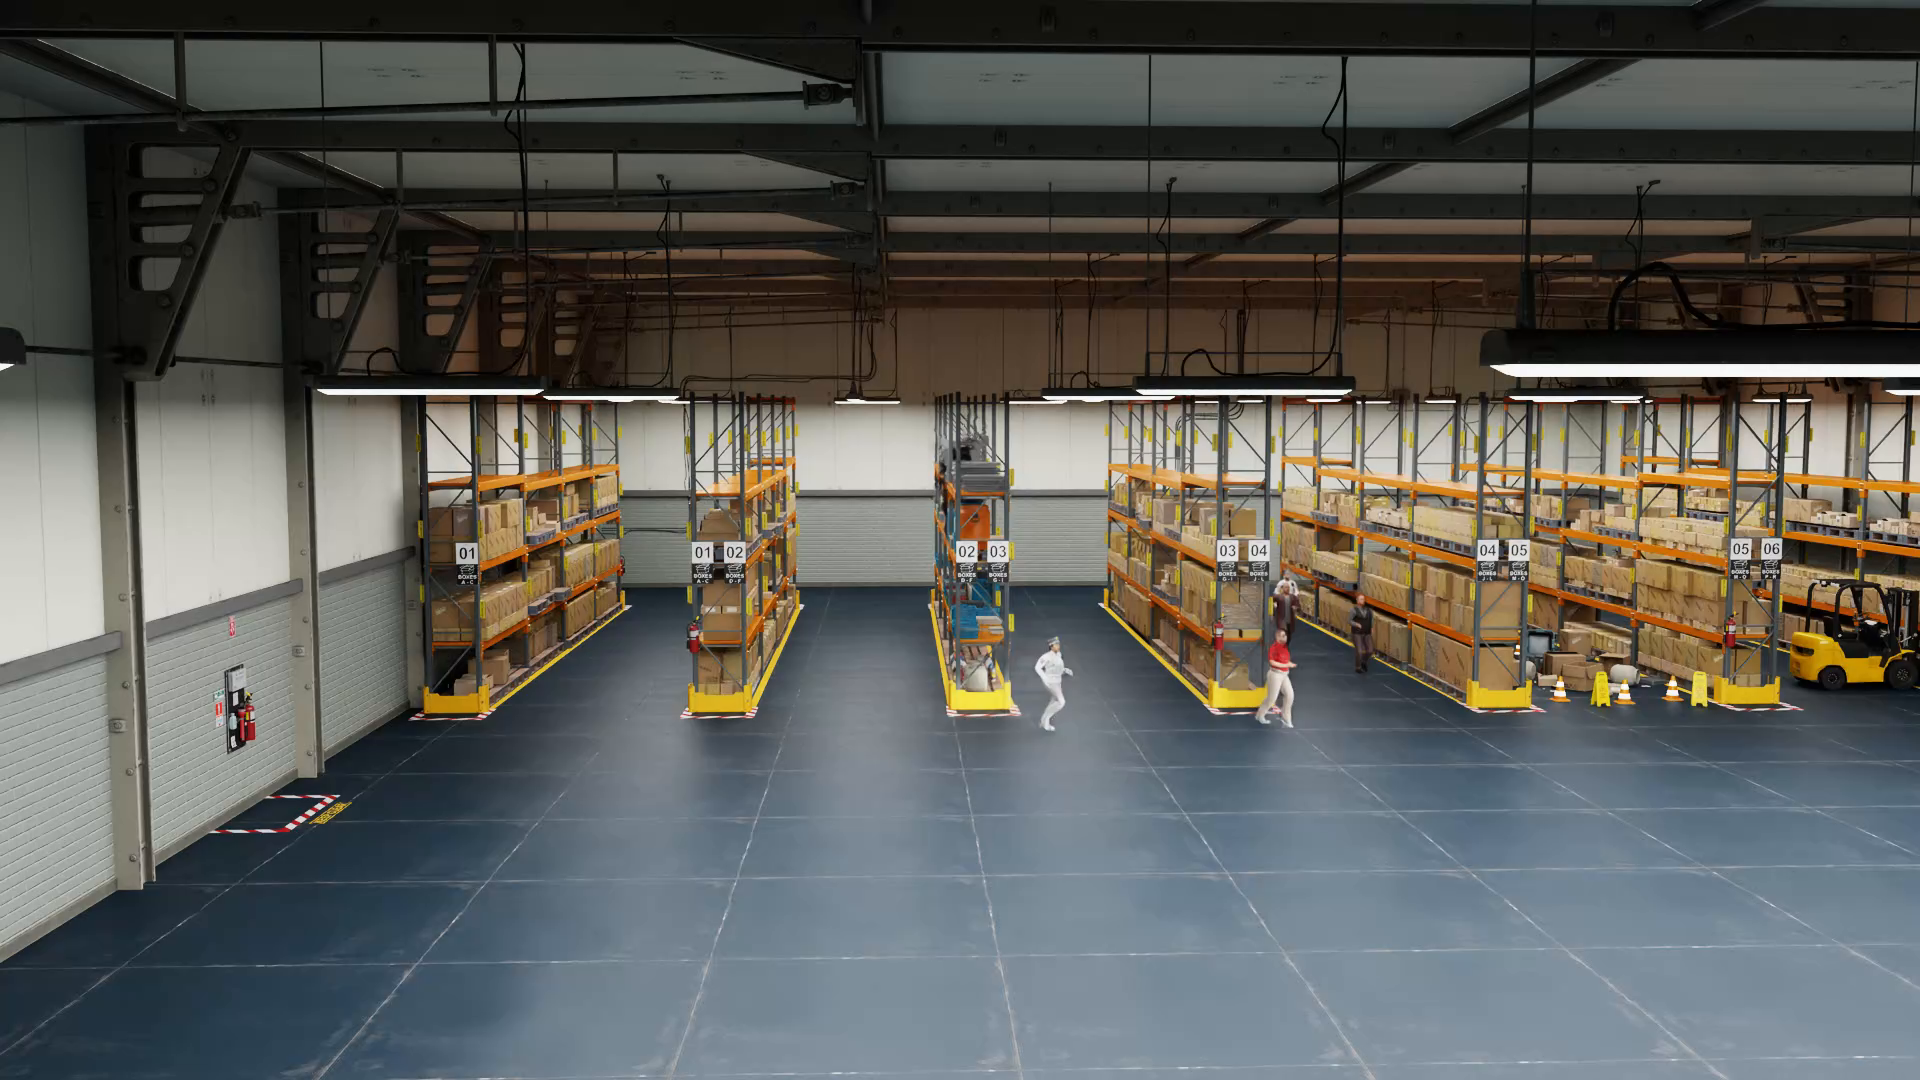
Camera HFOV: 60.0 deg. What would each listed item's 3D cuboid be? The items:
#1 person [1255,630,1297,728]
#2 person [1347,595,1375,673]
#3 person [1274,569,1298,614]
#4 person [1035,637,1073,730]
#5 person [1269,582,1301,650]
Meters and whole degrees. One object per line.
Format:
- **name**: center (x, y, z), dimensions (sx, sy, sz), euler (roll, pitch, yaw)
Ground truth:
- **person**: center (5.680, 2.507, 29.729), dimensions (0.791, 1.824, 0.680), euler (4, 6, 38)
- **person**: center (8.614, 2.026, 35.525), dimensions (0.648, 1.677, 0.590), euler (0, 5, -5)
- **person**: center (8.236, 1.541, 41.914), dimensions (0.615, 1.648, 0.548), euler (0, 5, -1)
- **person**: center (1.691, 2.531, 29.387), dimensions (0.591, 1.665, 0.593), euler (3, 5, 32)
- **person**: center (7.242, 1.854, 37.044), dimensions (0.681, 1.827, 0.940), euler (-1, 5, -12)
